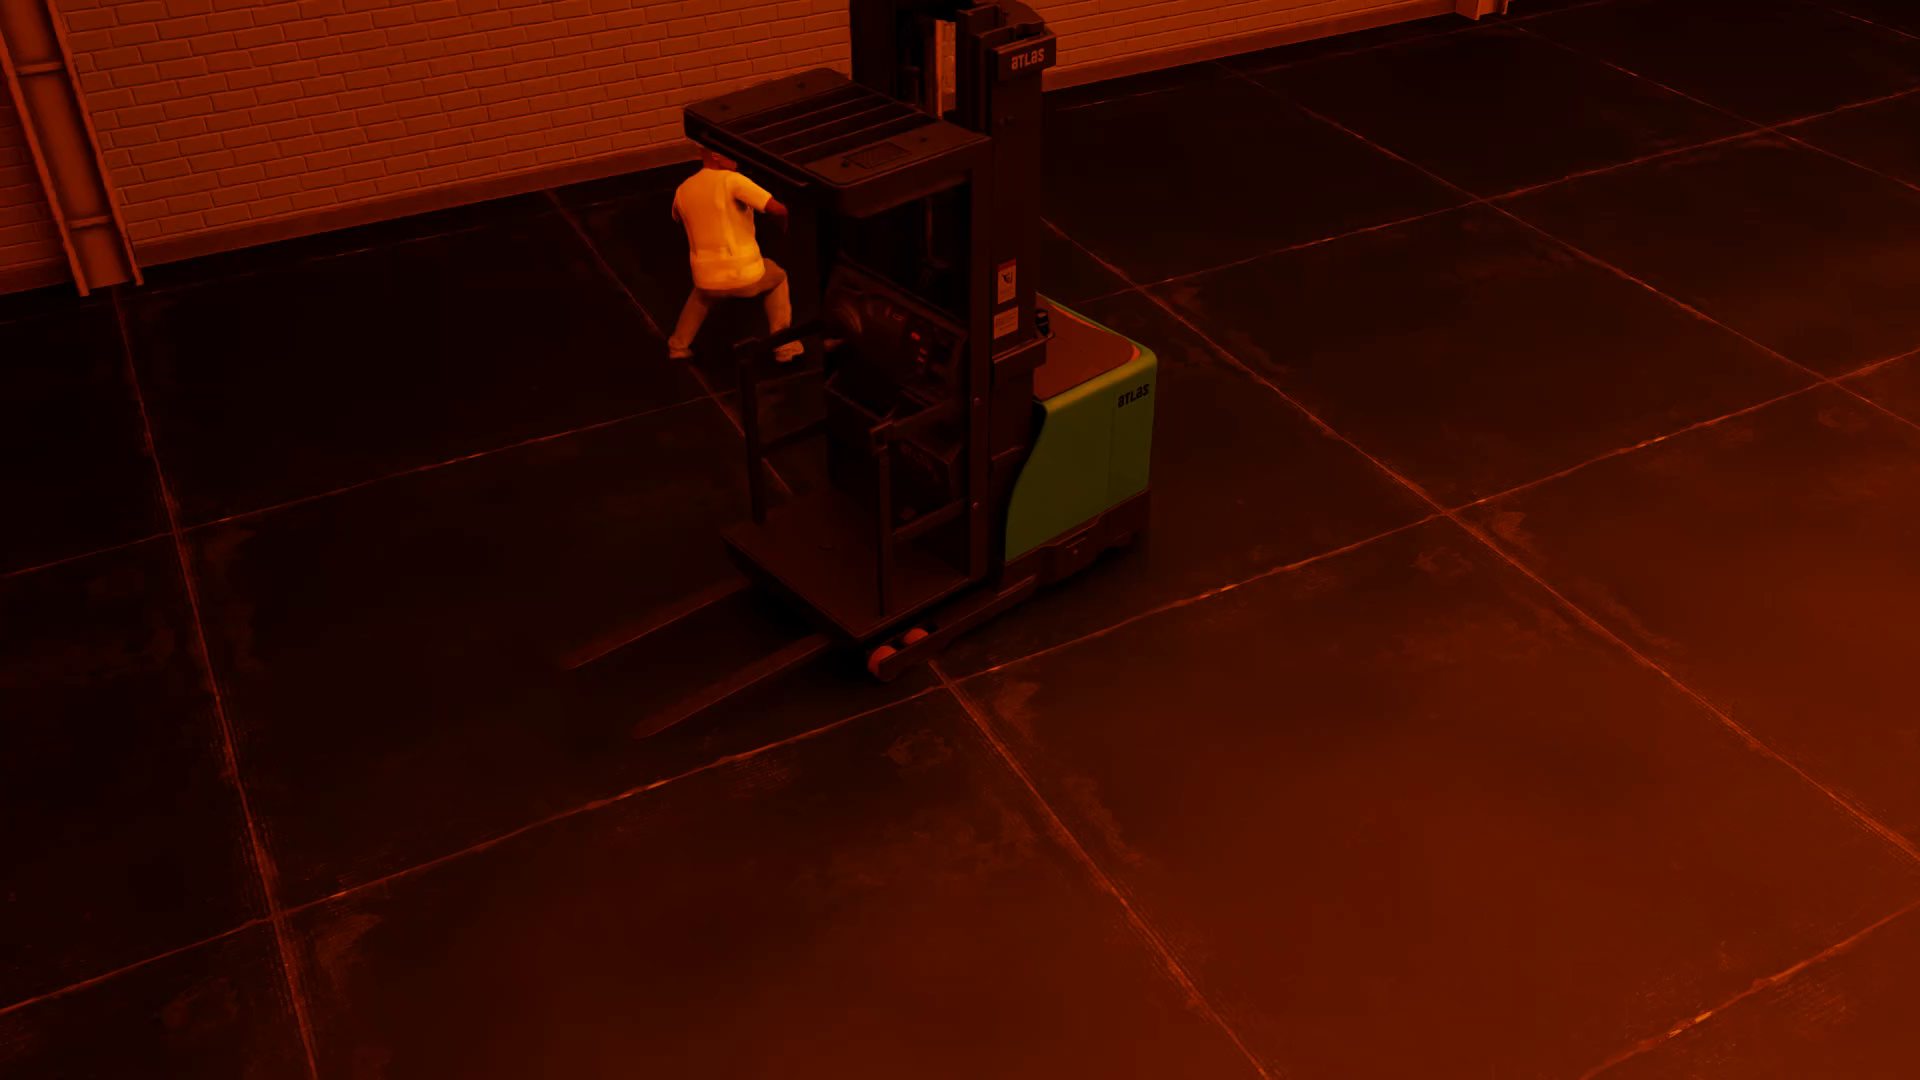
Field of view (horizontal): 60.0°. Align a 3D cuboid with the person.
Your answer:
[{"bbox_3d":[-1.345,-1.713,9.840,0.872,1.520,0.863,9,36,12],"label":"person"}]

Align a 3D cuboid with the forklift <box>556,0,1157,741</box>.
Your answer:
[{"bbox_3d":[-0.462,-0.883,7.372,3.031,2.935,1.130,-27,43,-33],"label":"forklift"}]
